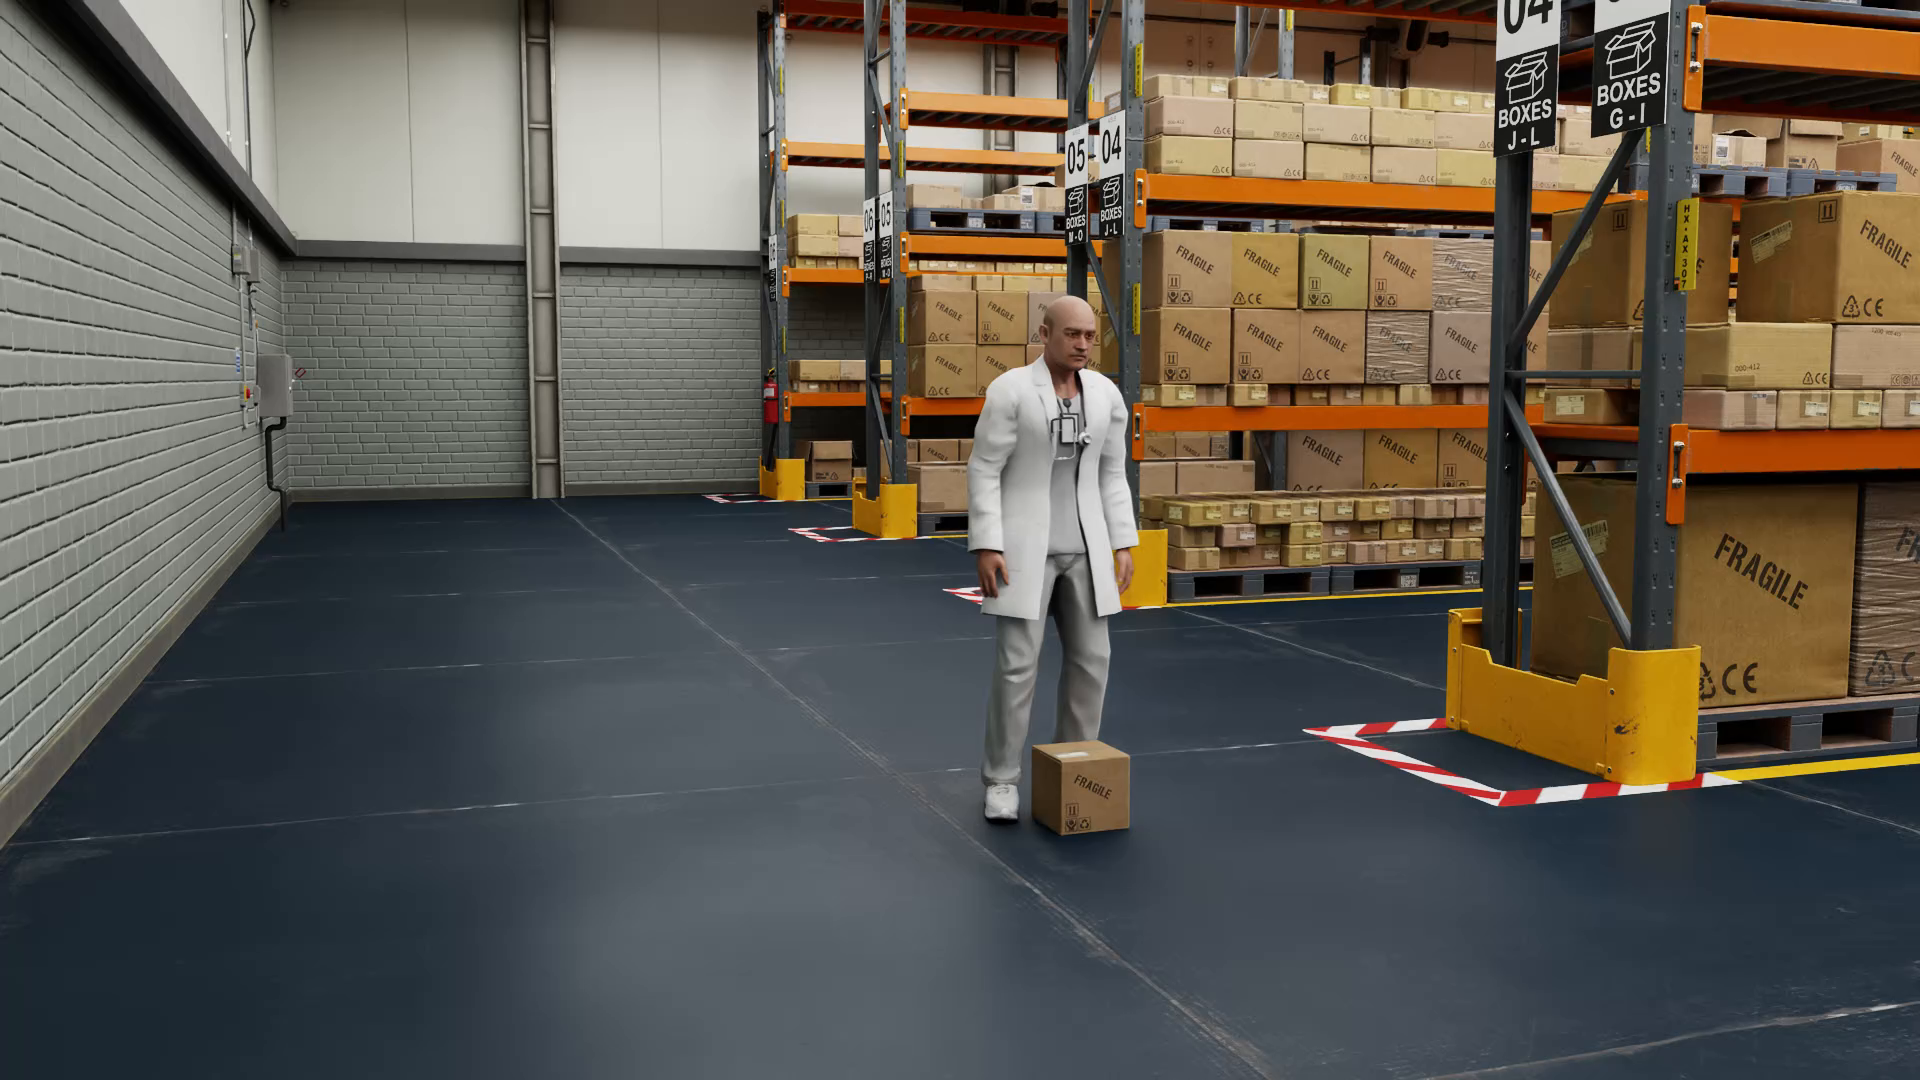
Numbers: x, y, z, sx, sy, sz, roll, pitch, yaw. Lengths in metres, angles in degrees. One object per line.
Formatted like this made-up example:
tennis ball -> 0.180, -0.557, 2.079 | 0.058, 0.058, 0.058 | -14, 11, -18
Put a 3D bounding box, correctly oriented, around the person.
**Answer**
person -> 0.330, 0.050, 5.764 | 0.648, 1.772, 0.429 | -2, 6, -22
